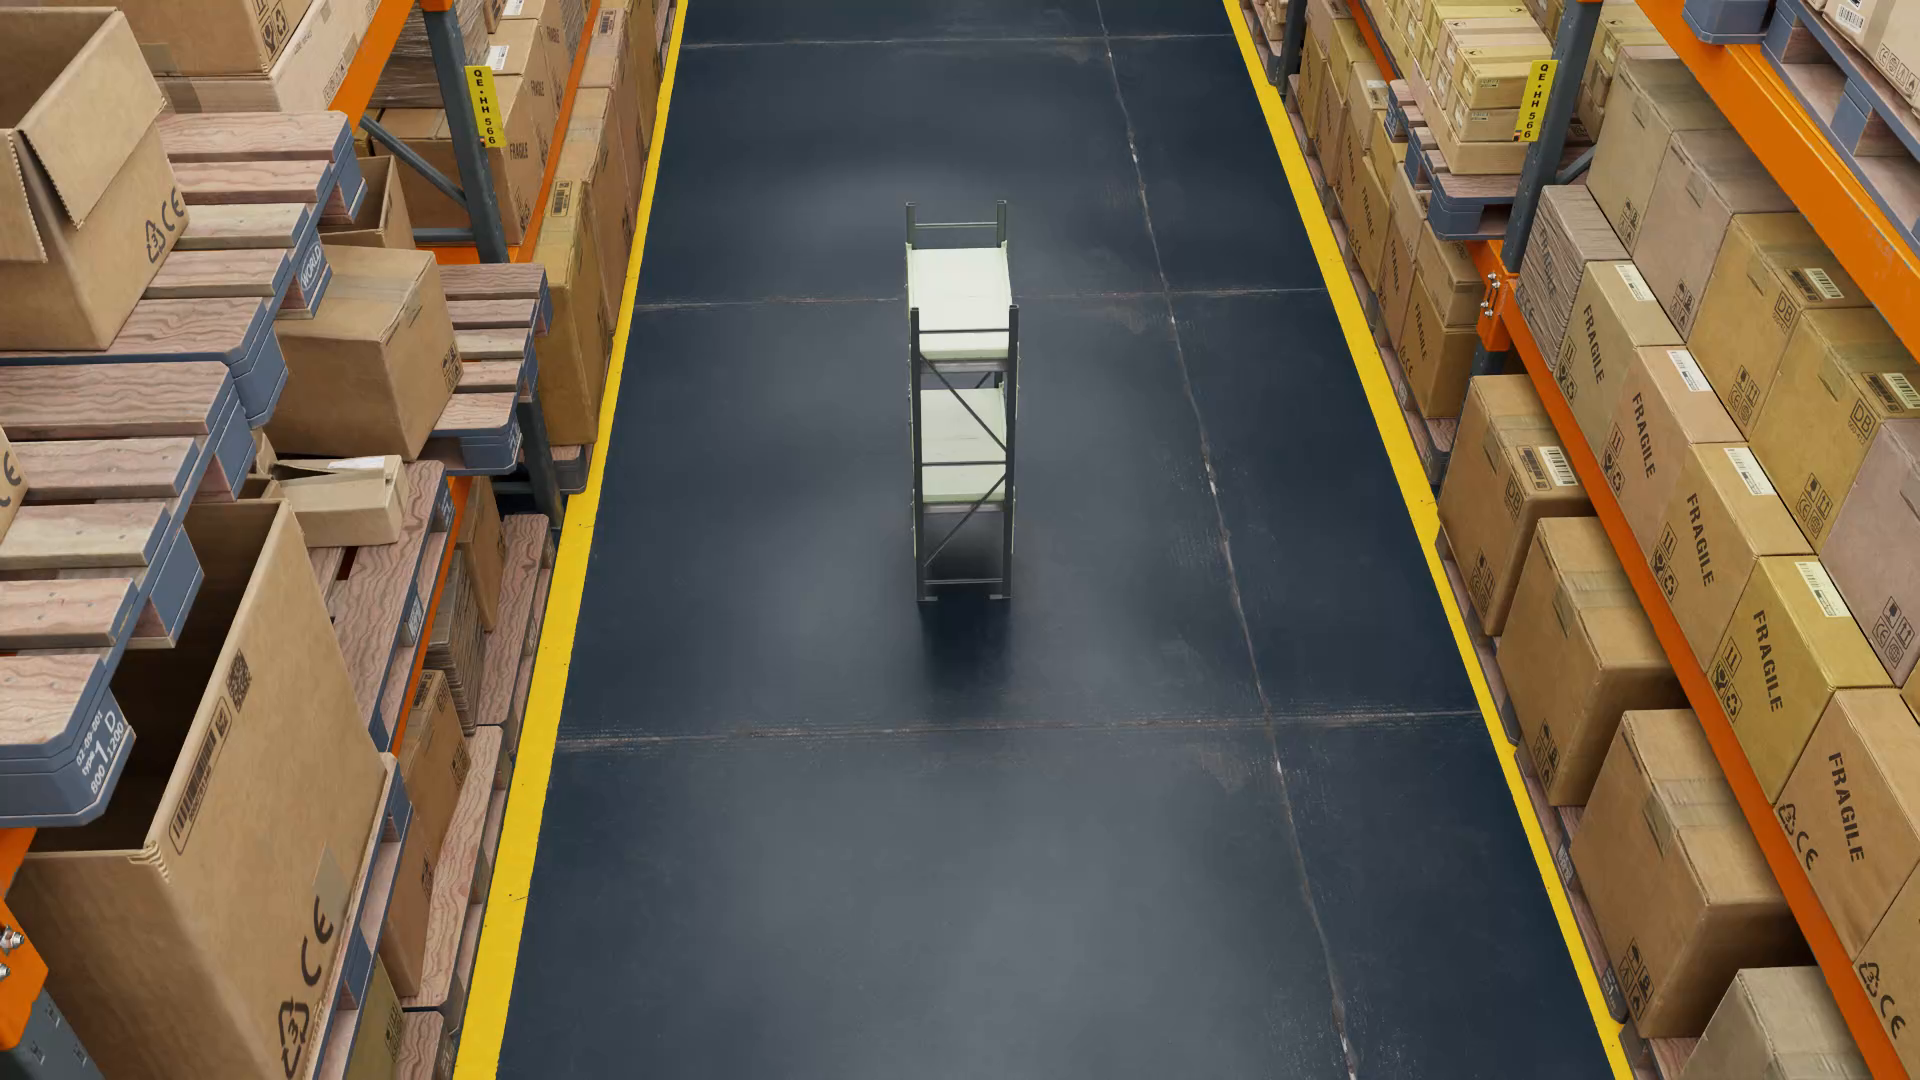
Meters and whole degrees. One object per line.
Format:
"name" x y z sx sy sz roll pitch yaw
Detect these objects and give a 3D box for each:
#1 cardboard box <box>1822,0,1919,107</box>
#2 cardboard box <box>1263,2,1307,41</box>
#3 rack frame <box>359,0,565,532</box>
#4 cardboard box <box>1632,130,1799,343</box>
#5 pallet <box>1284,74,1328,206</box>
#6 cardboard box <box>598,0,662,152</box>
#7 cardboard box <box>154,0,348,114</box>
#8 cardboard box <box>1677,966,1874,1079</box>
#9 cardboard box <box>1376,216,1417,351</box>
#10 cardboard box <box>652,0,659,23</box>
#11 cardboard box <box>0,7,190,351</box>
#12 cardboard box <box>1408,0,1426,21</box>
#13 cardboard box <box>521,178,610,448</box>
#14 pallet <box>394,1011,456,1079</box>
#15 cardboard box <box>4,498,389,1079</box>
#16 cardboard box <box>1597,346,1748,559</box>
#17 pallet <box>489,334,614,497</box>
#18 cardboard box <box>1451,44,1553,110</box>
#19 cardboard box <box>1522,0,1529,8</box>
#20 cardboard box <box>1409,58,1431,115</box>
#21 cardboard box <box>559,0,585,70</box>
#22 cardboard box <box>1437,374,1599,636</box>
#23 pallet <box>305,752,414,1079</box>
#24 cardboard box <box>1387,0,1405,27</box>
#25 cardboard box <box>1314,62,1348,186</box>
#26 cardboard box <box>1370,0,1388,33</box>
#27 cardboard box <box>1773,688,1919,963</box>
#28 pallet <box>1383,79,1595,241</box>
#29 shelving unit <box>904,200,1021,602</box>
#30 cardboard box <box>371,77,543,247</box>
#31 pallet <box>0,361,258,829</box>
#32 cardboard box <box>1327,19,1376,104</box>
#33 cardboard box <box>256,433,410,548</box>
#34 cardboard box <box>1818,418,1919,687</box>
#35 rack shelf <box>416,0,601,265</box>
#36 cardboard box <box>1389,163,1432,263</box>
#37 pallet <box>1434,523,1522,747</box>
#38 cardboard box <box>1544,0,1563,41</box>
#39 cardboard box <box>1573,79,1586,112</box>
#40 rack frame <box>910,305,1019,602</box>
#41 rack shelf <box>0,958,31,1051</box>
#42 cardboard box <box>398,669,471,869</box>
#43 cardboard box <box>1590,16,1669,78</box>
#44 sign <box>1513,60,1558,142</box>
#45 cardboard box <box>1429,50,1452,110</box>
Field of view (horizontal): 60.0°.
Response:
"cardboard box" 2.526 -1.331 4.093 0.500 0.311 0.500 -2 43 -3
"cardboard box" 2.145 -3.306 10.585 0.380 0.149 0.250 -1 43 -1
"rack frame" -2.288 -1.172 6.459 1.000 3.000 0.127 -2 43 -2
"cardboard box" 2.704 -1.007 5.465 0.700 0.500 0.500 -2 43 -2
"pallet" 2.536 -2.393 9.855 1.003 0.211 1.213 -2 43 -2
"cardboard box" -2.411 -2.813 9.510 1.225 0.875 0.875 -2 43 -2
"cardboard box" -1.970 -1.235 4.419 0.500 0.250 0.500 -1 43 -1
"cardboard box" 2.725 1.712 4.666 1.050 0.750 0.750 -2 43 -2
"cardboard box" 2.364 -1.267 8.101 0.500 0.500 0.500 0 43 0
"cardboard box" -2.406 -3.692 10.469 0.875 0.875 0.875 -2 43 -2
"cardboard box" -2.080 -0.727 3.366 0.797 0.503 0.637 0 43 0
"cardboard box" 2.158 -2.372 7.203 0.380 0.149 0.250 0 43 -1
"cardboard box" -2.297 -1.010 7.544 1.225 0.875 0.875 -3 43 -4
"pallet" -2.153 2.030 5.028 1.003 0.211 1.213 -2 43 -2
"cardboard box" -2.012 0.612 3.758 1.000 1.000 1.000 -1 43 -2
"cardboard box" 2.466 -0.289 5.421 0.500 0.500 0.500 -2 43 -2
"pallet" -2.246 -0.679 7.984 1.003 0.211 1.213 -2 43 -2
"cardboard box" 2.193 -1.846 6.628 0.380 0.149 0.250 -3 43 -3
"cardboard box" 2.796 -2.512 7.795 0.380 0.149 0.250 -1 43 -1
"cardboard box" 2.171 -1.970 7.204 0.380 0.149 0.250 -1 43 -1
"cardboard box" -2.106 -2.577 7.917 0.500 0.500 0.500 -1 43 -2
"cardboard box" 2.608 -0.158 6.707 1.050 0.750 0.750 -2 43 -2
"pallet" -2.005 1.079 4.145 1.003 0.211 1.213 -2 43 -2
"cardboard box" 2.151 -2.434 7.490 0.380 0.149 0.250 -2 43 -2
"cardboard box" 2.292 -2.317 9.246 0.500 0.500 0.500 0 43 0
"cardboard box" 2.142 -2.495 7.776 0.380 0.149 0.250 0 43 0
"cardboard box" 2.531 0.731 4.308 0.500 0.500 0.500 -2 43 -2
"pallet" 2.535 -1.654 7.126 1.213 0.211 1.003 -2 43 -2
"shelving unit" 0.000 -0.548 6.888 0.431 1.500 0.755 -2 43 -2
"cardboard box" -2.037 -1.545 6.791 0.500 0.500 0.500 0 43 -1
"pallet" -2.038 0.072 3.021 1.213 0.211 1.003 -2 43 -2
"cardboard box" 2.294 -2.591 8.990 0.500 0.250 0.500 -1 43 -1
"cardboard box" -1.948 -0.160 5.143 0.396 0.266 0.258 -3 43 -3
"cardboard box" 2.770 0.025 4.338 0.700 0.500 0.500 -1 43 -1
"rack shelf" -2.373 -2.257 8.175 1.077 0.370 4.000 -2 43 -2
"cardboard box" 2.348 -1.551 7.856 0.500 0.250 0.500 -1 43 -1
"pallet" 2.630 0.316 6.899 1.003 0.211 1.213 -2 43 -2
"cardboard box" 2.812 -2.284 7.326 0.380 0.149 0.250 -1 43 -2
"cardboard box" 2.831 -1.980 7.215 0.380 0.149 0.250 0 43 0
"rack frame" 0.016 -0.301 6.618 0.400 1.500 0.023 -2 43 -2
"rack shelf" -2.033 2.038 1.269 1.077 0.370 4.000 -2 43 -2
"cardboard box" -2.172 0.795 5.836 0.700 0.500 0.500 2 43 2
"cardboard box" 2.832 -2.027 6.826 0.380 0.149 0.250 -3 43 -3
"sign" 2.130 -1.622 6.151 0.100 0.325 0.005 -2 43 -2
"cardboard box" 2.183 -1.919 6.928 0.380 0.149 0.250 0 43 0
